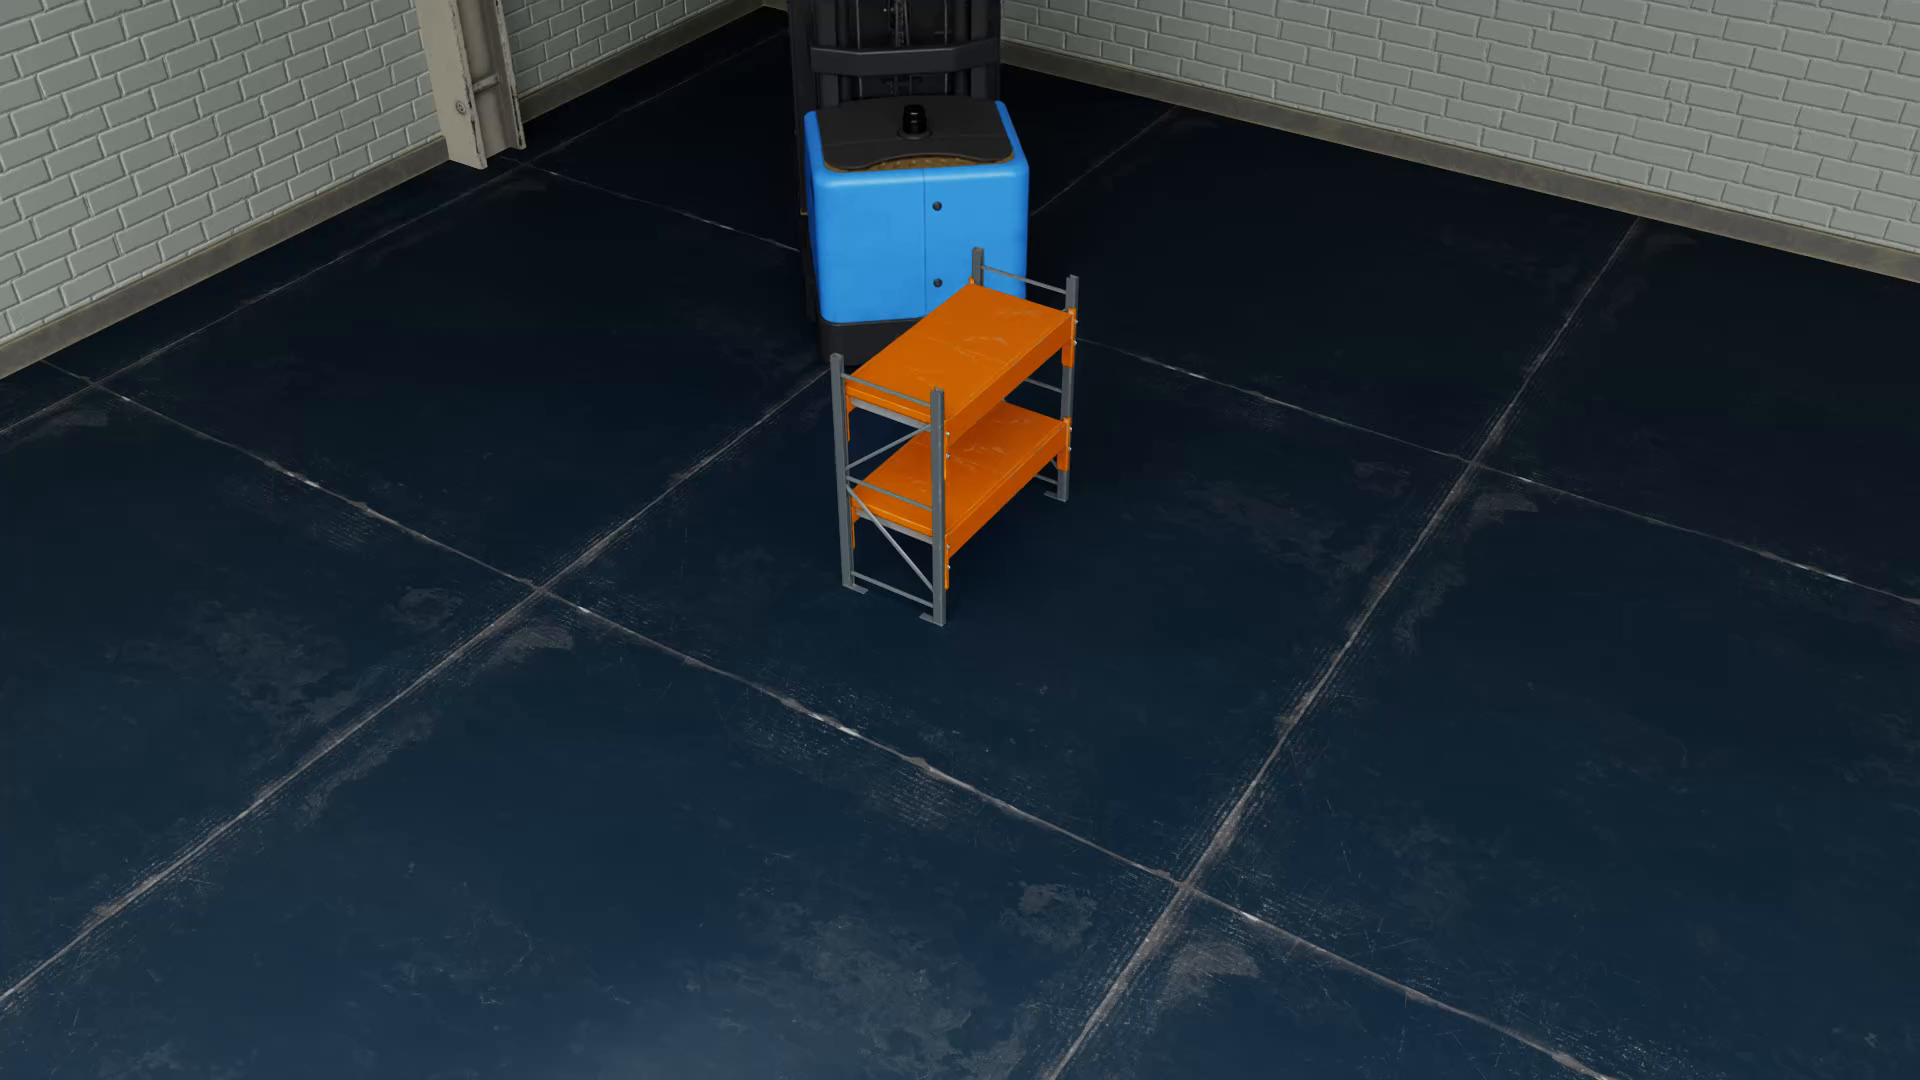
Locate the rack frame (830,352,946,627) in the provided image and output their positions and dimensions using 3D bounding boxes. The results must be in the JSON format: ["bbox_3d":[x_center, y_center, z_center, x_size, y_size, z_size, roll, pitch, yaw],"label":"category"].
[{"bbox_3d":[-0.276,-0.180,6.562,0.500,1.125,0.032,21,42,25],"label":"rack frame"}]

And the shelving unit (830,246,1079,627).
[{"bbox_3d":[-0.004,-0.442,6.902,0.538,1.125,1.048,21,42,25],"label":"shelving unit"}]

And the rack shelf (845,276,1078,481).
[{"bbox_3d":[-0.004,-0.674,6.723,0.538,0.278,1.000,21,42,25],"label":"rack shelf"}]

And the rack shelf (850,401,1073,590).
[{"bbox_3d":[-0.004,-0.248,7.051,0.538,0.278,1.000,21,42,25],"label":"rack shelf"}]

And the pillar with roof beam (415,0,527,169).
[{"bbox_3d":[0.677,-4.579,5.820,9.100,9.000,0.400,21,42,25],"label":"pillar with roof beam"}]

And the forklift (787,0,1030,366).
[{"bbox_3d":[-0.368,-2.915,8.631,1.130,2.935,3.031,-5,38,-6],"label":"forklift"}]

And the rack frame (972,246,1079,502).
[{"bbox_3d":[0.269,-0.704,7.242,0.500,1.125,0.032,21,42,25],"label":"rack frame"}]
